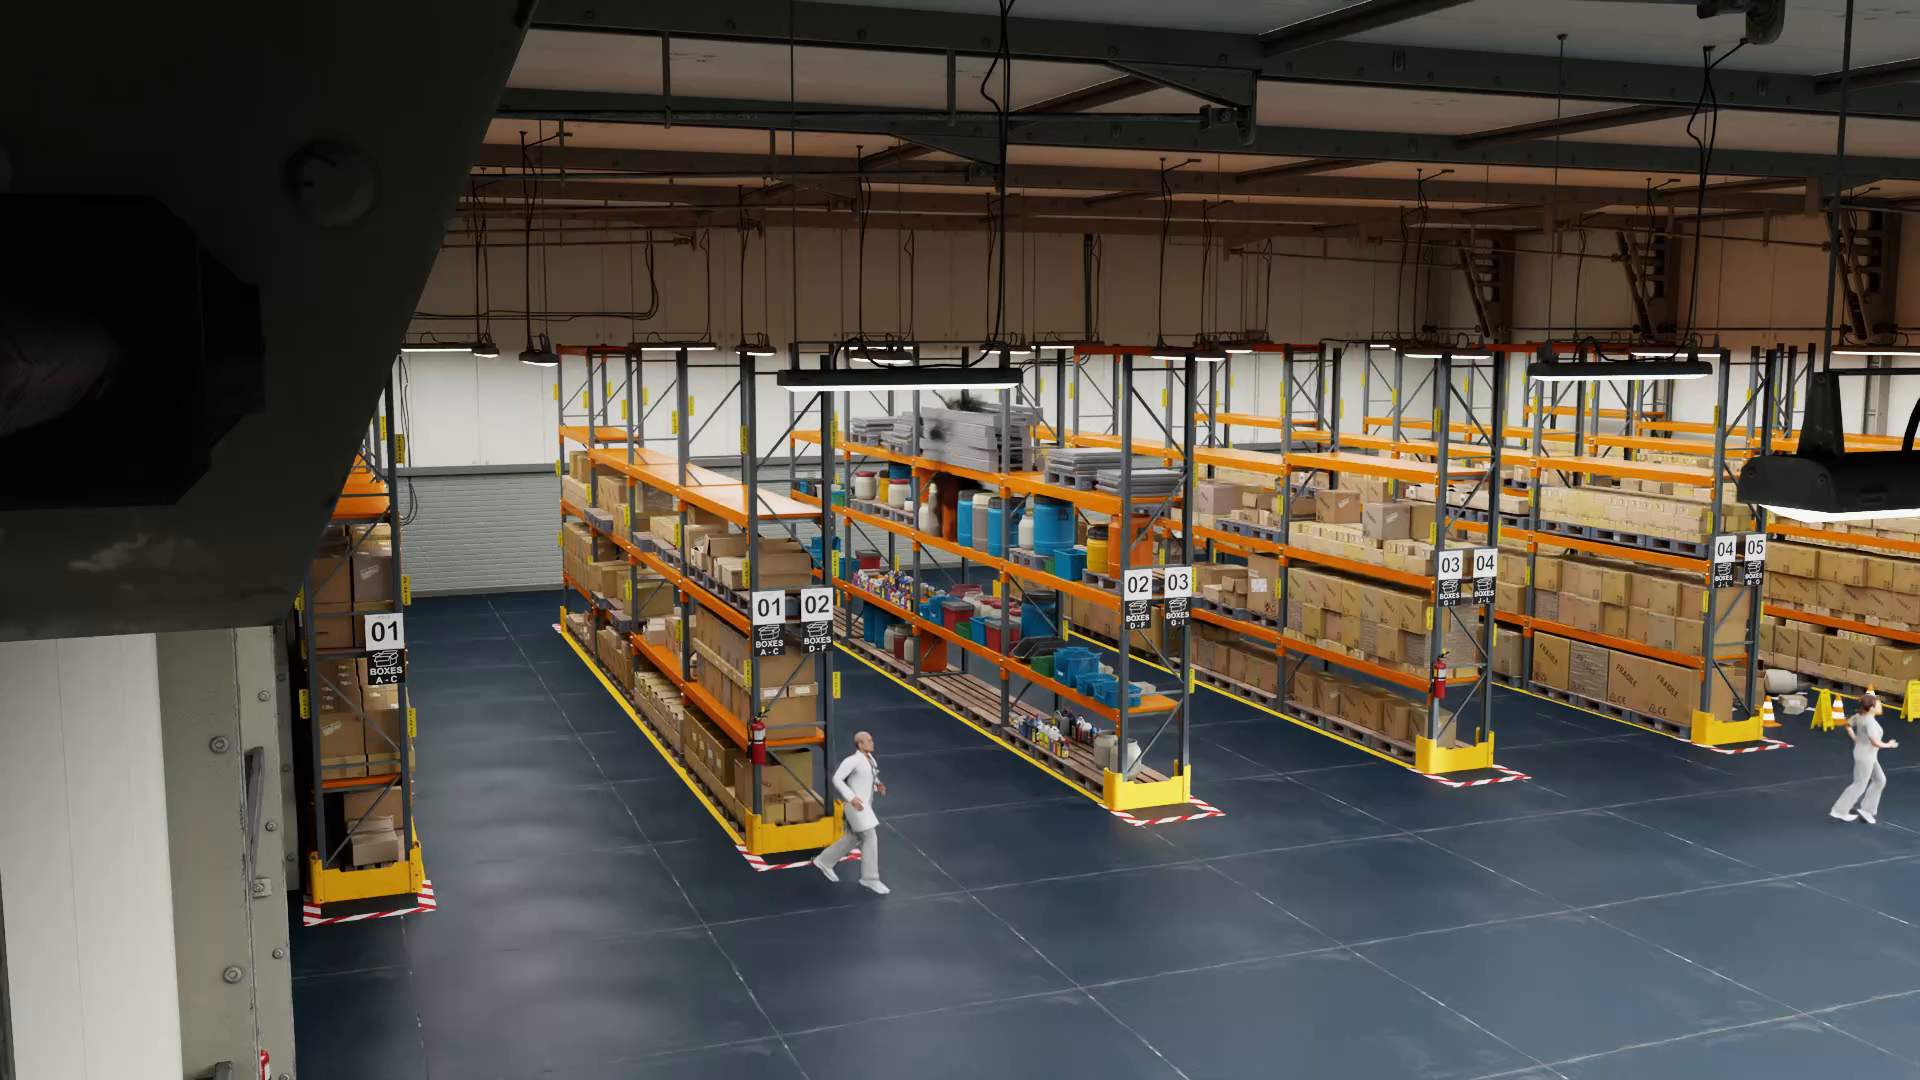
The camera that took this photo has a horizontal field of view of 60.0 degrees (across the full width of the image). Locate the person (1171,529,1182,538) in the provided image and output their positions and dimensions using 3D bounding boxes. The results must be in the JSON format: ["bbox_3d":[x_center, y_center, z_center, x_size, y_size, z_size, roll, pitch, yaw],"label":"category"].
[{"bbox_3d":[5.429,0.211,41.385,0.821,1.804,0.701,-4,8,-28],"label":"person"}]

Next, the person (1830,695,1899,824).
[{"bbox_3d":[11.560,2.830,21.248,0.729,1.736,0.585,2,8,18],"label":"person"}]

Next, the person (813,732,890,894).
[{"bbox_3d":[-1.213,3.058,18.895,0.926,1.818,0.712,1,7,10],"label":"person"}]

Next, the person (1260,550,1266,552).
[{"bbox_3d":[6.348,1.068,34.775,0.637,1.700,0.670,-3,8,-23],"label":"person"}]
